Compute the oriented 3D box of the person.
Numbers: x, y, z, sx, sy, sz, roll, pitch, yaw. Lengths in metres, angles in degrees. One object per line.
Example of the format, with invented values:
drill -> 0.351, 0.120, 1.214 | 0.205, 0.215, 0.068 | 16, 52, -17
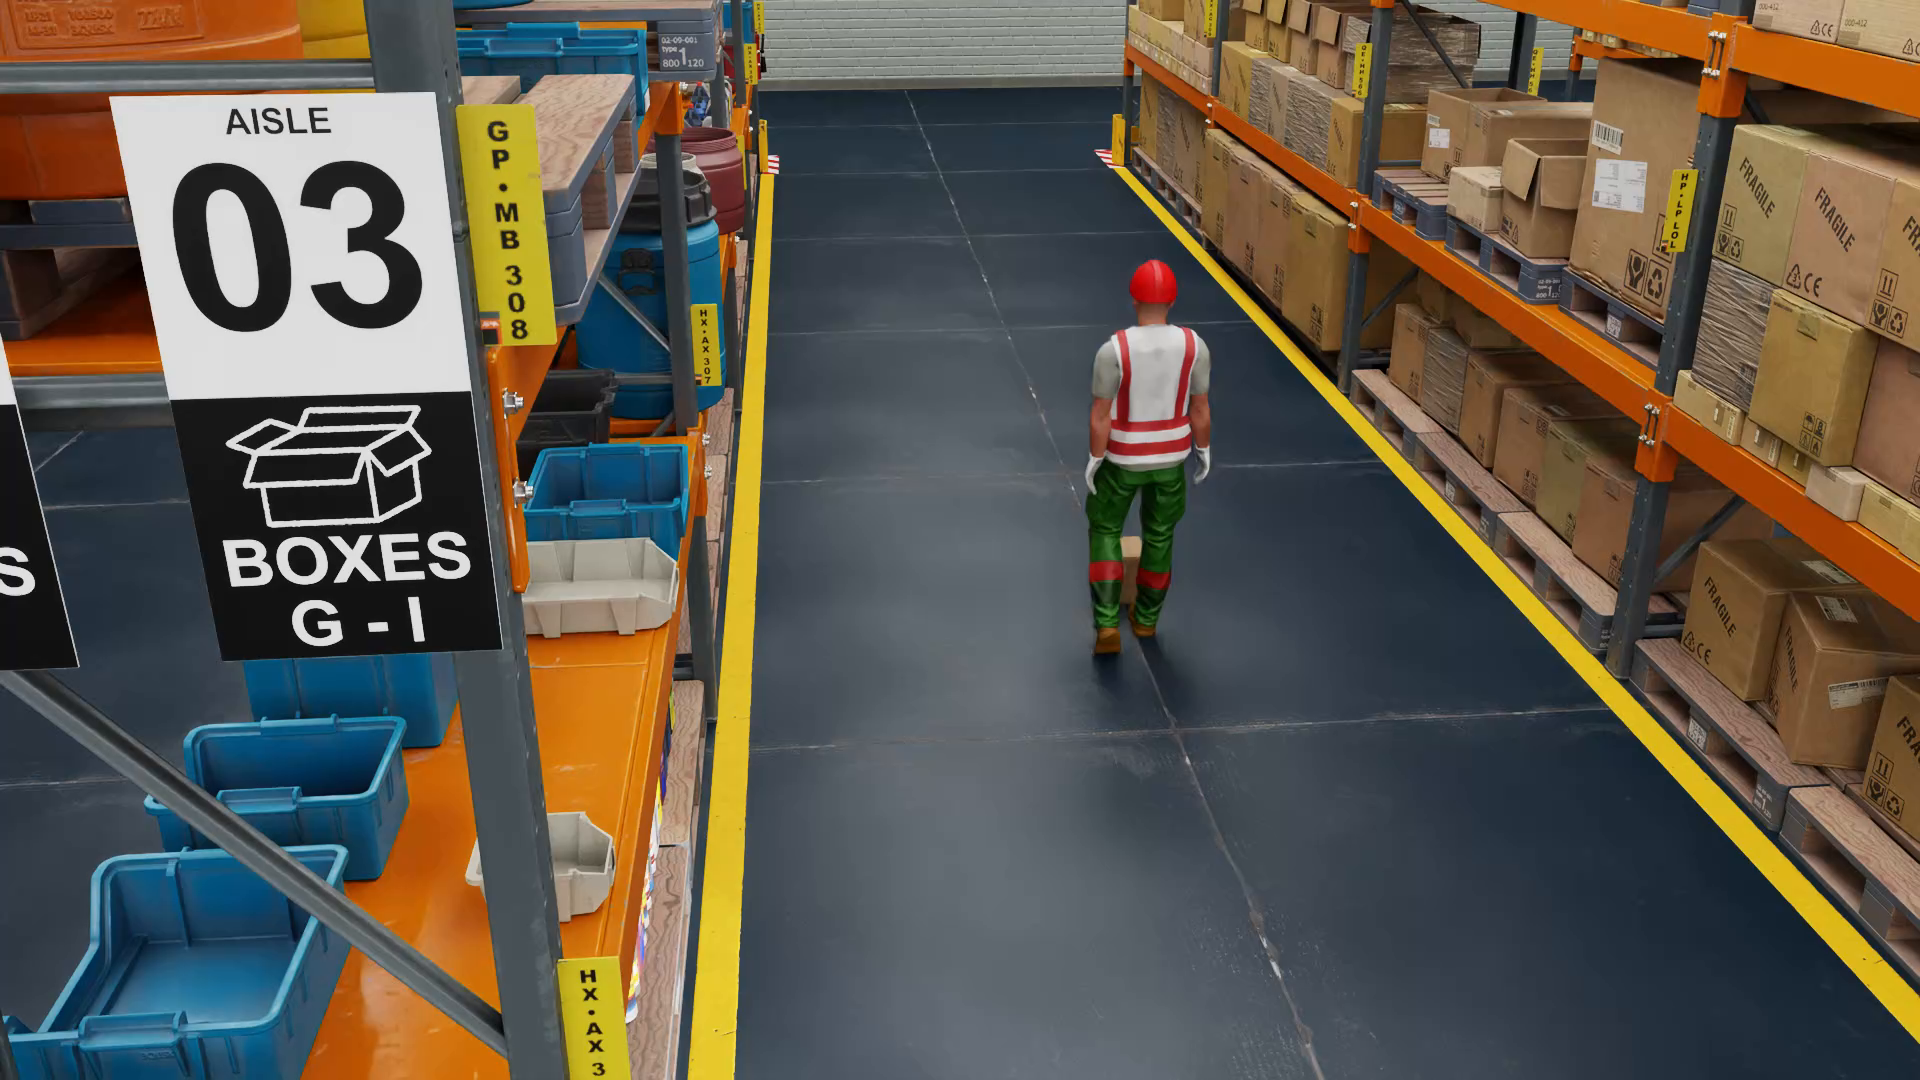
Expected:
person -> 0.836, -0.364, 7.406 | 0.577, 1.805, 0.563 | -2, 24, -5
